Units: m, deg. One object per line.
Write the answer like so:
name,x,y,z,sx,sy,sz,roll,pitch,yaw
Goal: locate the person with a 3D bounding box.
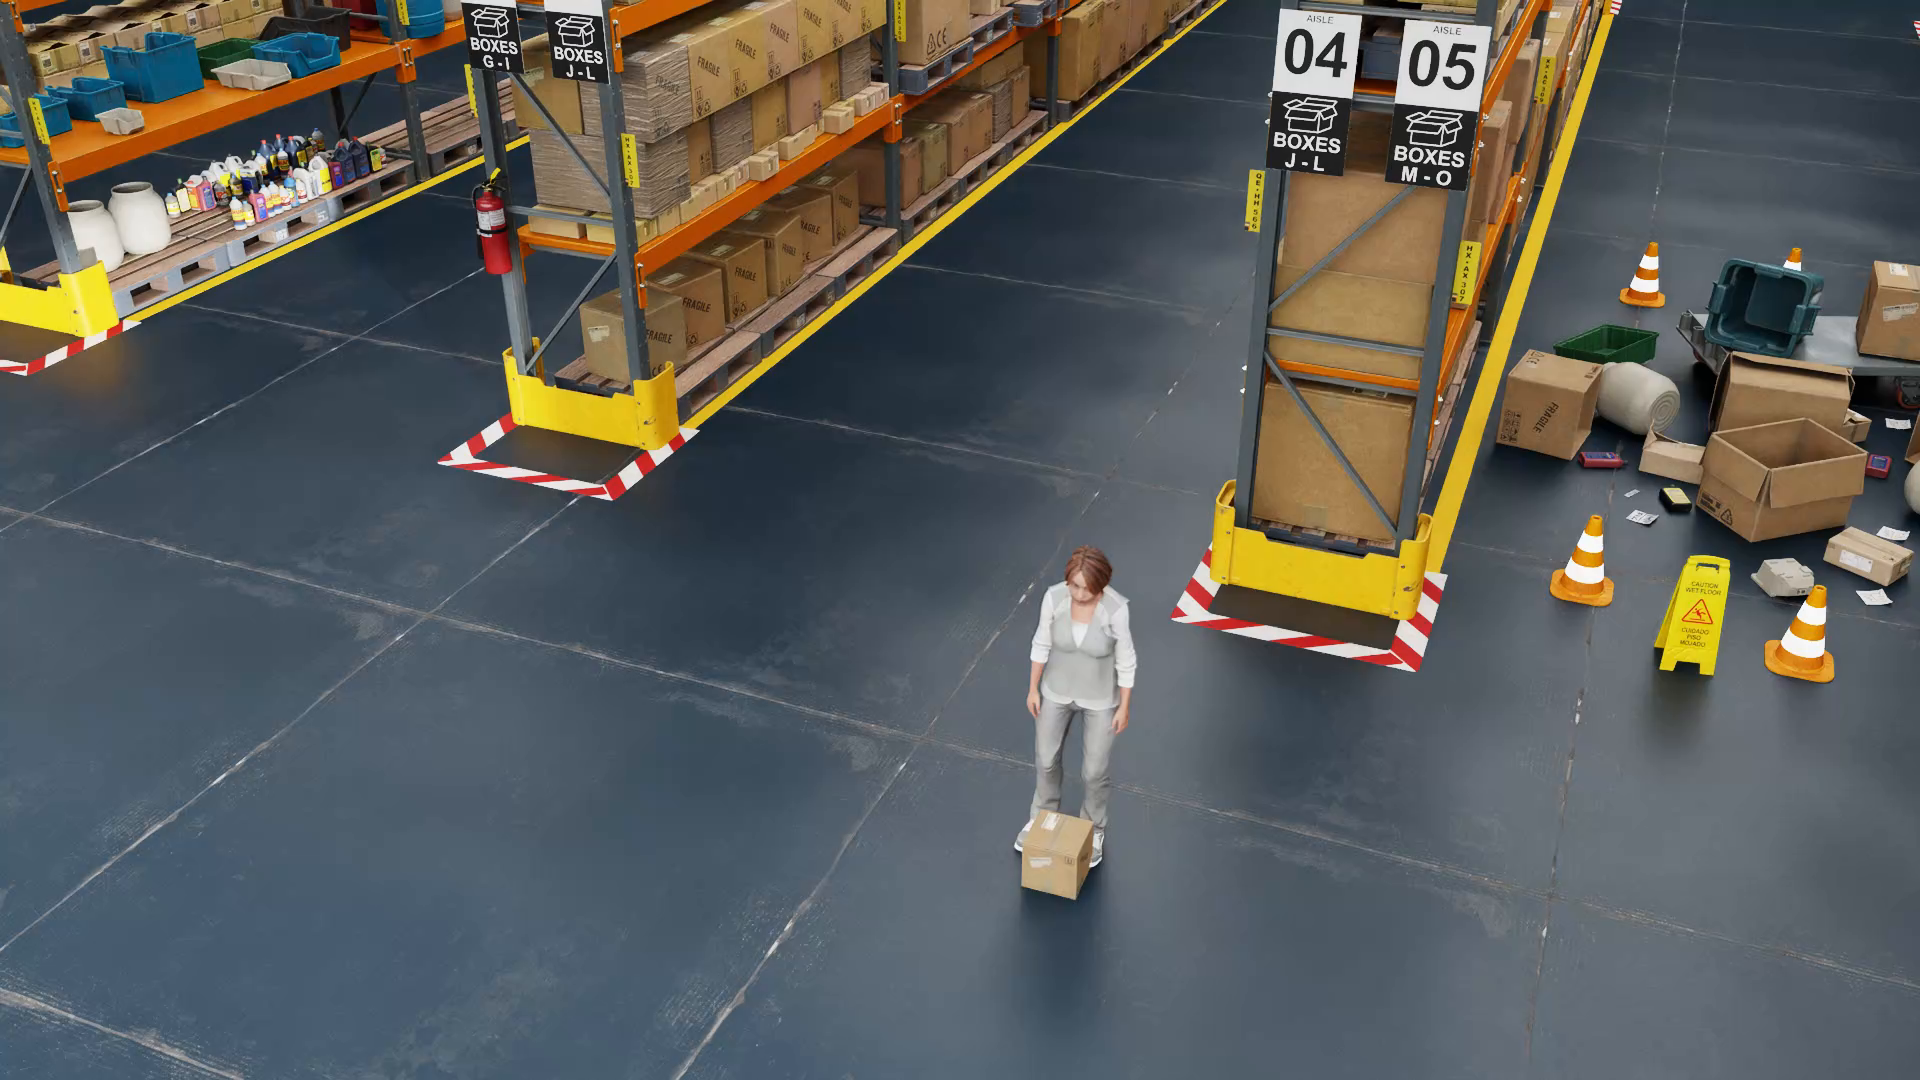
person,0.513,0.693,7.199,0.478,1.592,0.345,10,31,16
